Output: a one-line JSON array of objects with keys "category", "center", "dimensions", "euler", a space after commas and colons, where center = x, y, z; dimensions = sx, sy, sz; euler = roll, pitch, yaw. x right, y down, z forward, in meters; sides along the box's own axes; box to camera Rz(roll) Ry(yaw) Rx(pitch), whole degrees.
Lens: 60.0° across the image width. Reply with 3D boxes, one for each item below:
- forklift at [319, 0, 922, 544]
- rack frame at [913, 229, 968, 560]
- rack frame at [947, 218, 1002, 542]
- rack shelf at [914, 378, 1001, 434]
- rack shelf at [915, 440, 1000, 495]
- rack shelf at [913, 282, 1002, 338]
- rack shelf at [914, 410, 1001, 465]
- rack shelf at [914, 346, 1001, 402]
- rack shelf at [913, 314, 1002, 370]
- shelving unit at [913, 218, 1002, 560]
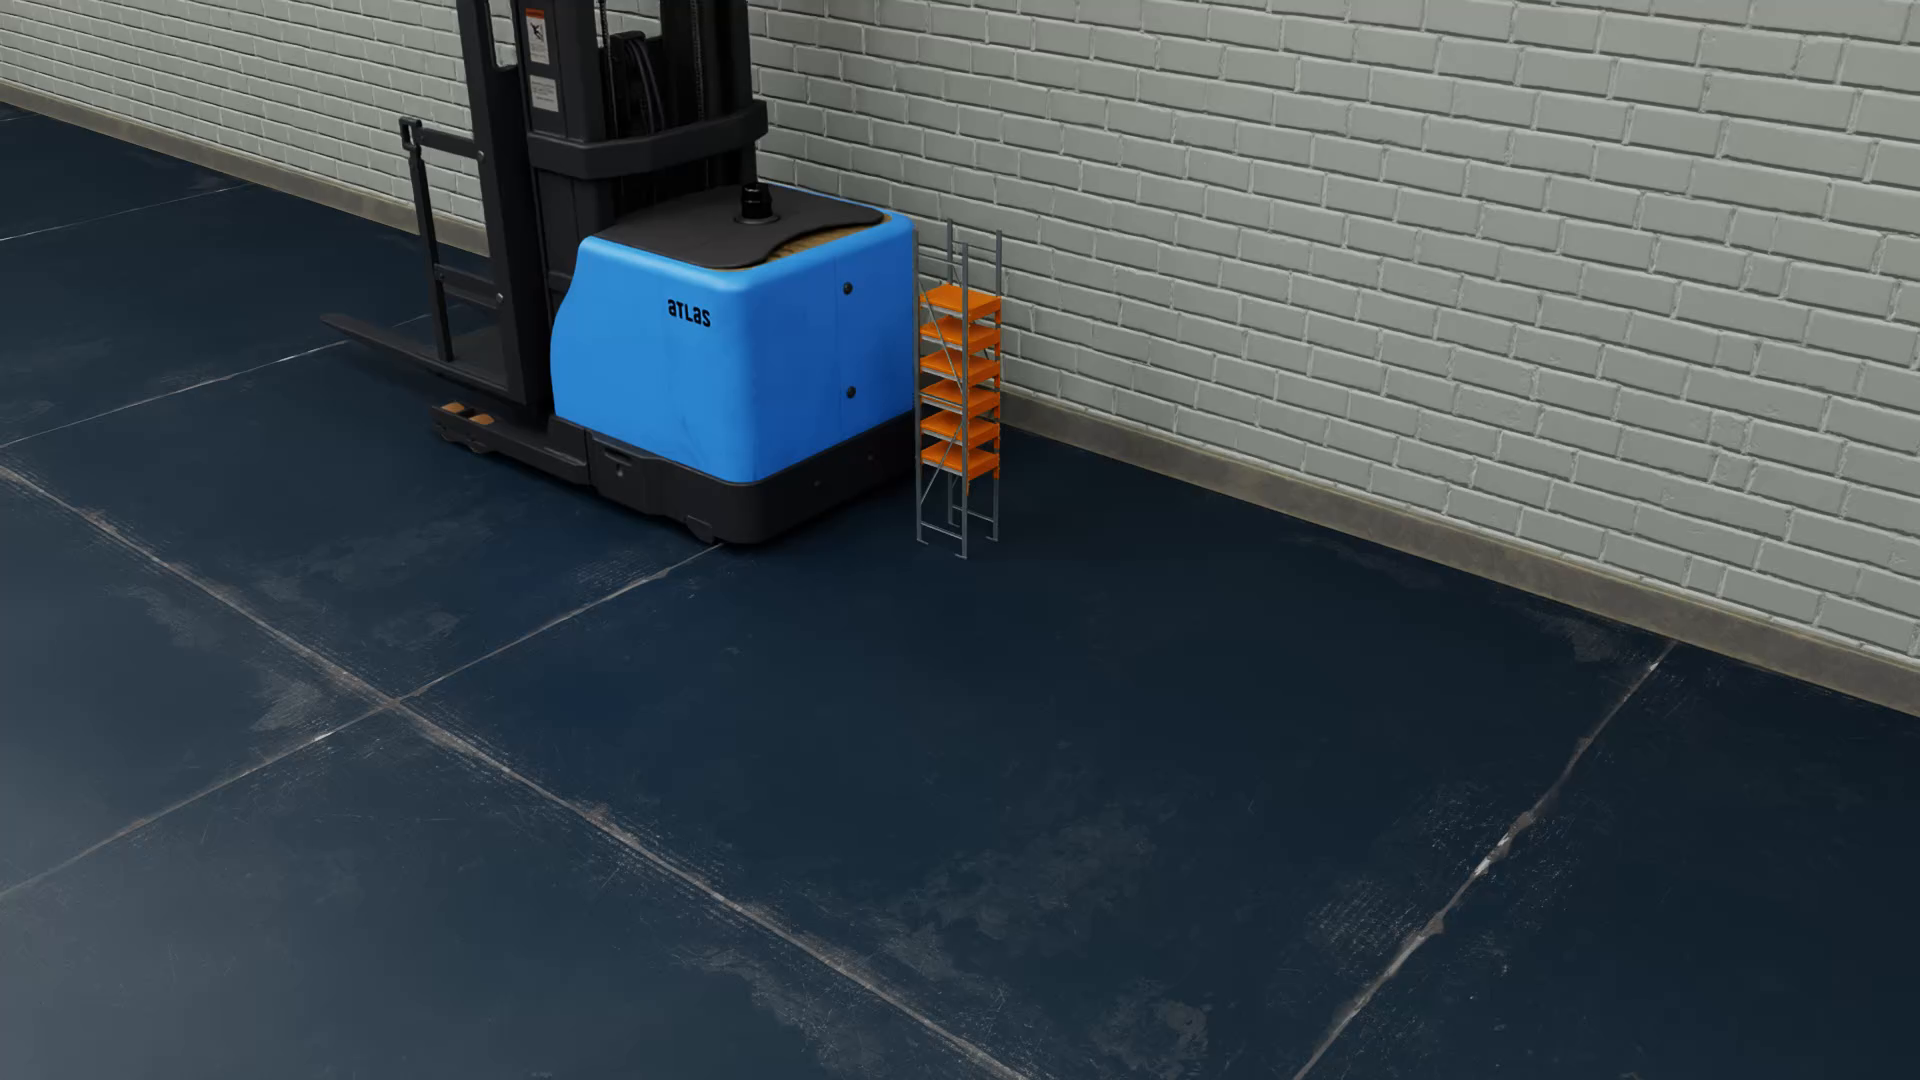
[{"category": "forklift", "center": [-1.615, -1.827, 6.593], "dimensions": [3.031, 2.935, 1.130], "euler": [20, 34, 34]}, {"category": "rack frame", "center": [-0.067, -0.495, 5.902], "dimensions": [0.240, 1.200, 0.006], "euler": [21, 34, 34]}, {"category": "rack frame", "center": [0.049, -0.560, 6.027], "dimensions": [0.240, 1.200, 0.006], "euler": [21, 34, 34]}, {"category": "rack shelf", "center": [-0.009, -0.488, 5.985], "dimensions": [0.258, 0.103, 0.180], "euler": [21, 34, 34]}, {"category": "rack shelf", "center": [-0.009, -0.275, 6.095], "dimensions": [0.258, 0.103, 0.180], "euler": [21, 34, 34]}, {"category": "rack shelf", "center": [-0.009, -0.808, 5.819], "dimensions": [0.258, 0.103, 0.180], "euler": [21, 34, 34]}, {"category": "rack shelf", "center": [-0.009, -0.382, 6.040], "dimensions": [0.258, 0.103, 0.180], "euler": [21, 34, 34]}, {"category": "rack shelf", "center": [-0.009, -0.595, 5.930], "dimensions": [0.258, 0.103, 0.180], "euler": [21, 34, 34]}, {"category": "rack shelf", "center": [-0.009, -0.701, 5.875], "dimensions": [0.258, 0.103, 0.180], "euler": [21, 34, 34]}, {"category": "shelving unit", "center": [-0.009, -0.528, 5.964], "dimensions": [0.258, 1.200, 0.189], "euler": [21, 34, 34]}]
